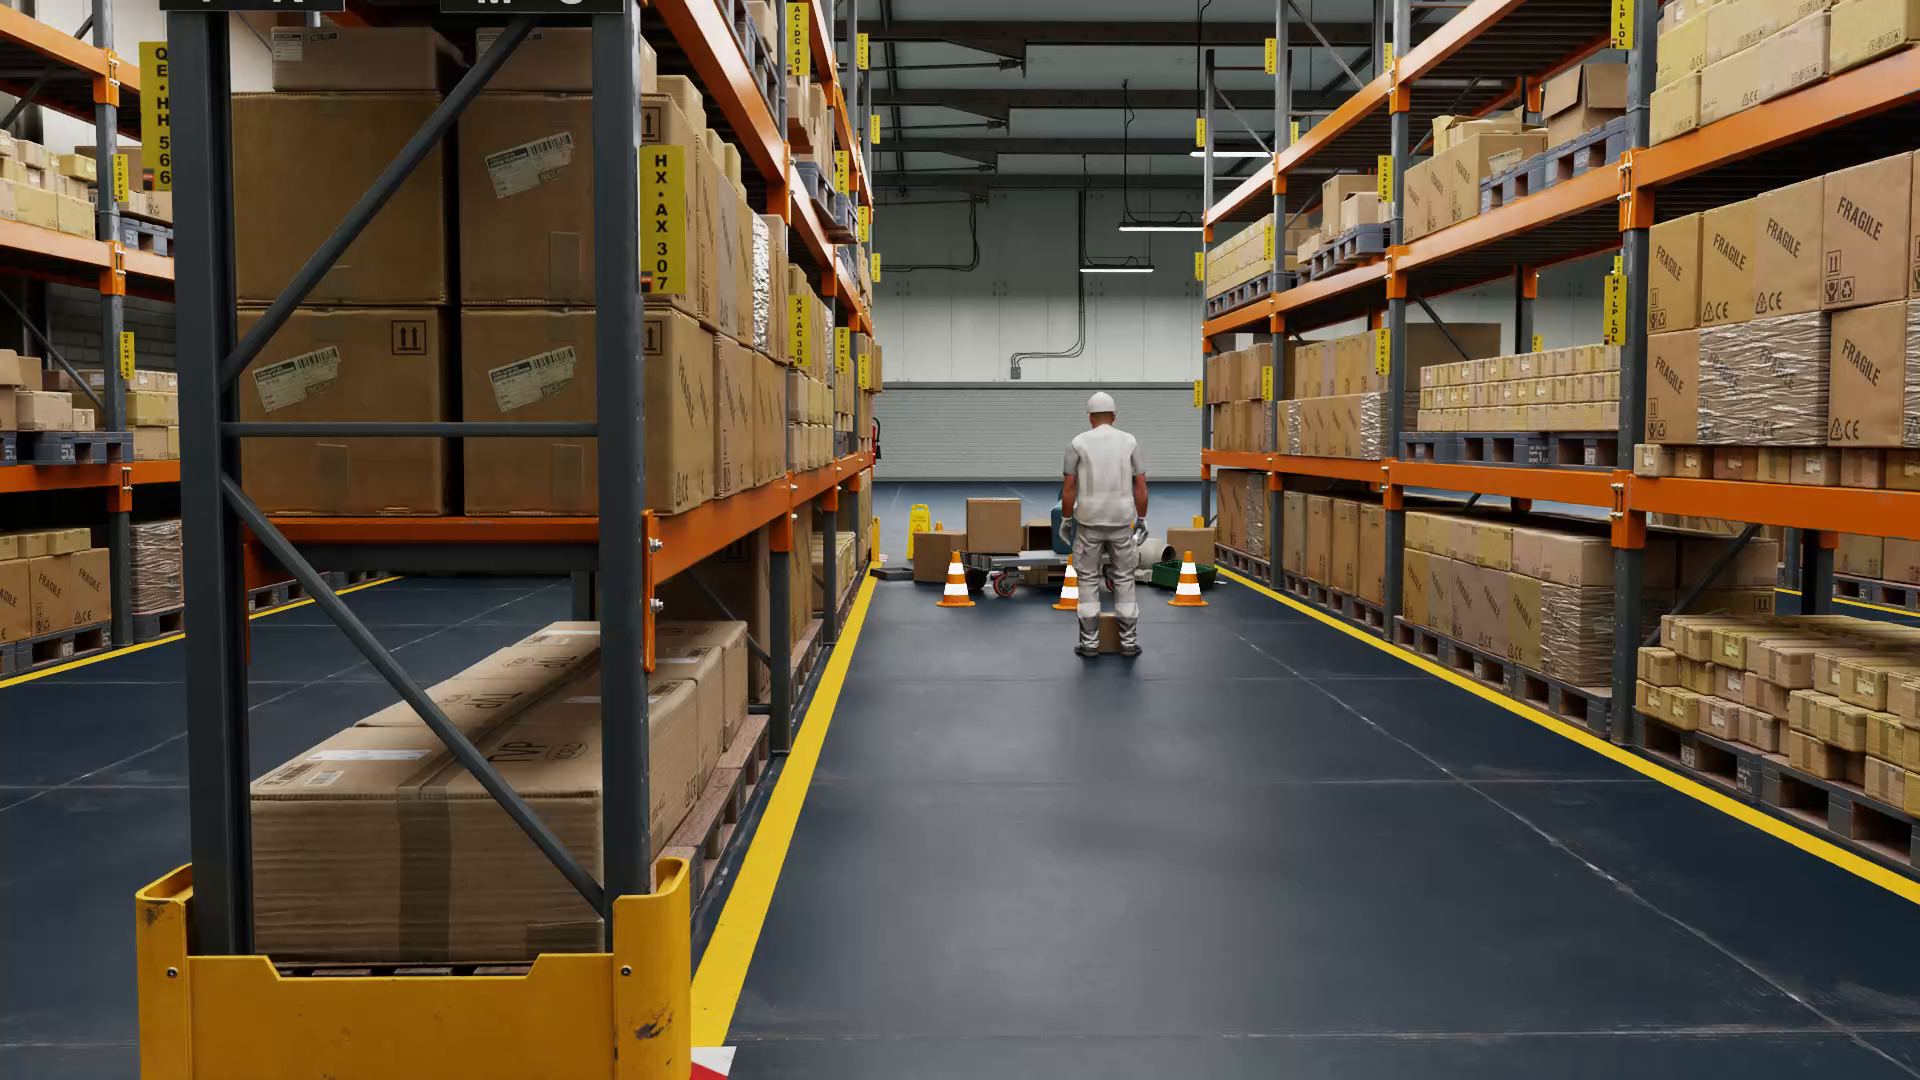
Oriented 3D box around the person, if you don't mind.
[{"bbox_3d":[13.213,-0.634,19.783,25.370,1.733,17.172,0,4,-1],"label":"person"}]
